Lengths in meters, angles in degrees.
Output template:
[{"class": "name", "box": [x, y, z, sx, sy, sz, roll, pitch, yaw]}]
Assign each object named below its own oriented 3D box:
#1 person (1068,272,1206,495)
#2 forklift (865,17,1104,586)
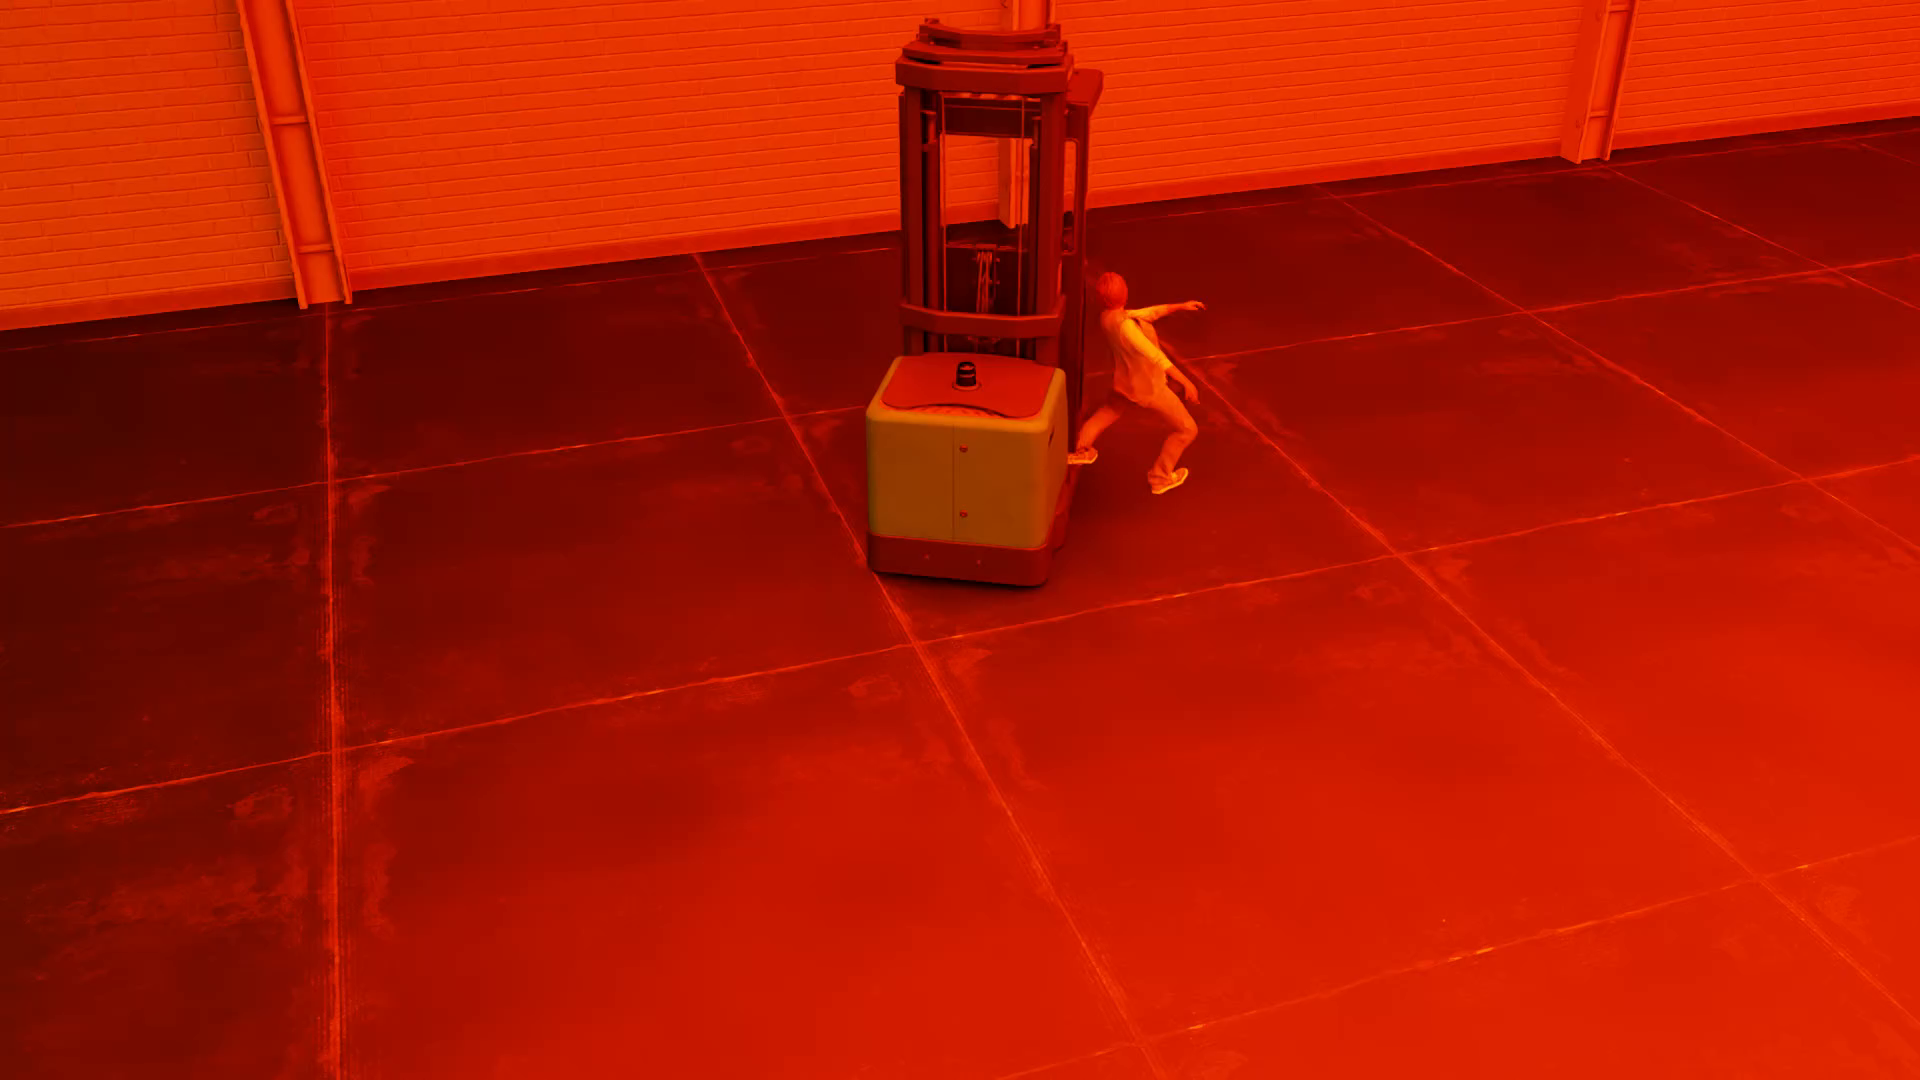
[{"class": "person", "box": [1.137, -0.936, 10.238, 0.762, 1.415, 0.793, -20, 36, -31]}, {"class": "forklift", "box": [0.239, -1.727, 10.089, 1.130, 2.935, 3.031, 5, 30, 9]}]
